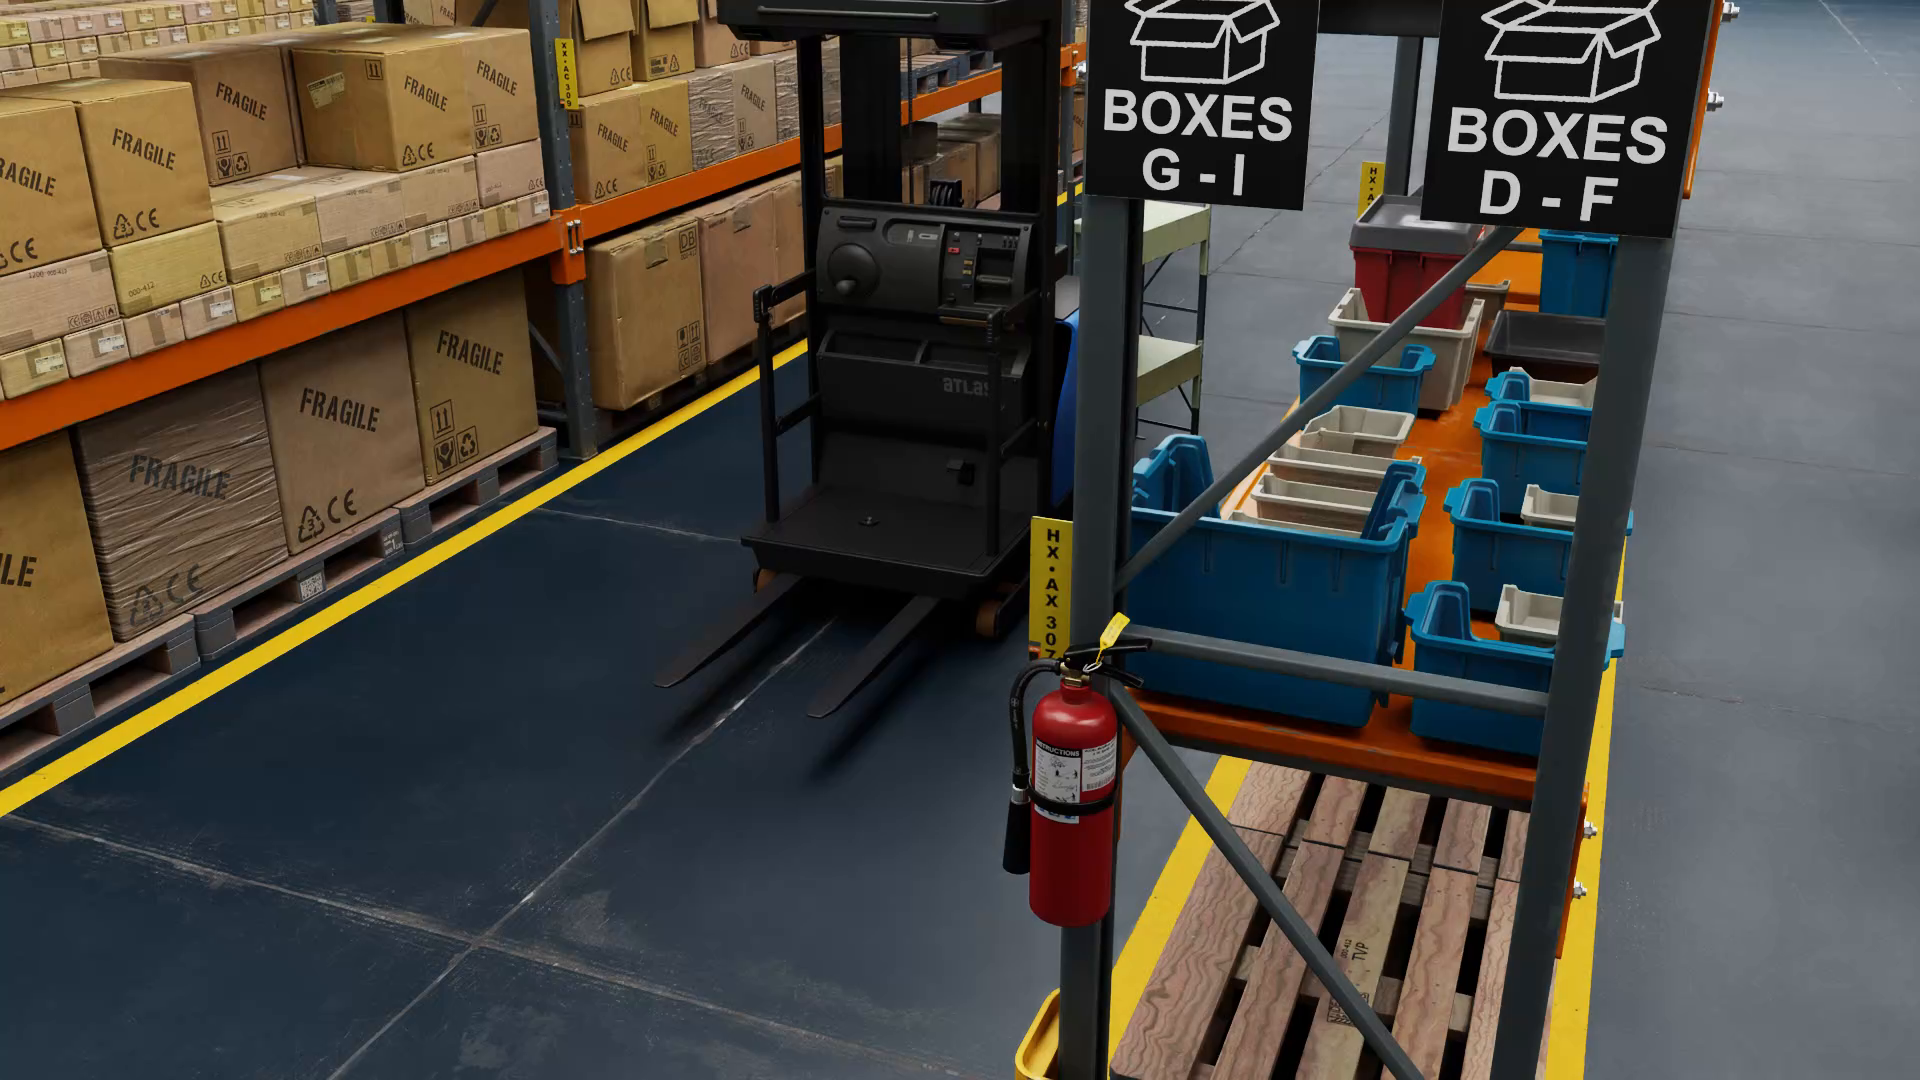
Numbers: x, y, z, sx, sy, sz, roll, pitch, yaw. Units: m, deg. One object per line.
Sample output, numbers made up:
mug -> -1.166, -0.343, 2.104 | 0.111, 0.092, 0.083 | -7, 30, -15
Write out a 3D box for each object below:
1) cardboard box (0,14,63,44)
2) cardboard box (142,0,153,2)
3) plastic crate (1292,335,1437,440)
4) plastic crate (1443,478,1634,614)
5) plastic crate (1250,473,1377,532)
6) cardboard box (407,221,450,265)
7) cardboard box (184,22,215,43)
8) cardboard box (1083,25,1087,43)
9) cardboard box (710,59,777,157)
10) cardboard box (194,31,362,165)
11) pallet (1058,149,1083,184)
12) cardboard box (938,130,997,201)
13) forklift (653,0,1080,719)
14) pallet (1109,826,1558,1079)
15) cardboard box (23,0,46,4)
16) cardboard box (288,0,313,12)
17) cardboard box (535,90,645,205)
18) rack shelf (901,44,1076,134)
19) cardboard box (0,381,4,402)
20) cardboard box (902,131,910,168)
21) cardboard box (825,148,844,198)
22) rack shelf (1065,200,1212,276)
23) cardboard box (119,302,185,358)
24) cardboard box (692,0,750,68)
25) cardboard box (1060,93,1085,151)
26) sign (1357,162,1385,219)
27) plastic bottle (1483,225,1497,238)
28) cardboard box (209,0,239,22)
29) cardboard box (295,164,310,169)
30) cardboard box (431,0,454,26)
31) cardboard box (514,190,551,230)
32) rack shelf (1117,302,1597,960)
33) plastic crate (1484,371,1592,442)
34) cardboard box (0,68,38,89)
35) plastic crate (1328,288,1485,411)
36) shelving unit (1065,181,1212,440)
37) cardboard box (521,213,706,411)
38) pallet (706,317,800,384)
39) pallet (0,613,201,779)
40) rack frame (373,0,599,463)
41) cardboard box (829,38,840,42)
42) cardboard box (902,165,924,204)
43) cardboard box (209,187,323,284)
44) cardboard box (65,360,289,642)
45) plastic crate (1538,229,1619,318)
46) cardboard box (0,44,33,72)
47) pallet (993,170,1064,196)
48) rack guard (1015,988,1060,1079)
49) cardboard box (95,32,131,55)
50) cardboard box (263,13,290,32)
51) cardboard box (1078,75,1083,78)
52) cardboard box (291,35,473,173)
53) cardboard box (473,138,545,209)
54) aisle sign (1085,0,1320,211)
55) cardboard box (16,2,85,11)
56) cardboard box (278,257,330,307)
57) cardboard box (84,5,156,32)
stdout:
cardboard box -> -6.110, -3.337, 10.857 | 0.380, 0.149, 0.250 | 8, 24, 19
cardboard box -> -6.131, -3.997, 12.436 | 0.380, 0.149, 0.250 | 8, 24, 18
plastic crate -> 1.231, -0.464, 5.109 | 0.416, 0.233, 0.300 | 9, 24, 20
plastic crate -> 1.349, 0.031, 3.924 | 0.416, 0.233, 0.300 | 9, 24, 20
plastic crate -> 0.963, -0.068, 4.284 | 0.396, 0.136, 0.243 | 9, 24, 20
cardboard box -> -2.502, -1.335, 7.380 | 0.380, 0.149, 0.250 | 9, 24, 21
cardboard box -> -5.630, -3.665, 12.028 | 0.380, 0.149, 0.250 | 9, 24, 20
cardboard box -> 1.030, -4.751, 15.558 | 0.380, 0.149, 0.250 | 9, 24, 20
cardboard box -> -1.444, -2.602, 9.959 | 0.500, 0.500, 0.500 | 9, 24, 21
cardboard box -> -3.012, -1.987, 7.451 | 0.500, 0.500, 0.500 | 9, 24, 20
pallet -> 0.782, -3.704, 16.344 | 1.003, 0.211, 1.213 | 9, 24, 20
cardboard box -> -0.085, -3.210, 14.216 | 0.700, 0.500, 0.500 | 7, 24, 15
forklift -> -0.231, -1.127, 6.644 | 1.130, 2.935, 3.031 | 9, 24, 20
pallet -> 1.049, 1.255, 4.472 | 1.003, 0.211, 1.213 | 9, 24, 20
cardboard box -> -9.340, -5.388, 16.538 | 0.380, 0.149, 0.250 | 10, 25, 22
cardboard box -> -5.244, -4.172, 12.855 | 0.380, 0.149, 0.250 | 8, 24, 18
cardboard box -> -2.003, -2.058, 8.655 | 0.500, 0.500, 0.500 | 9, 24, 20
rack shelf -> -0.177, -3.698, 13.644 | 1.077, 0.370, 4.000 | 9, 24, 20
cardboard box -> -3.360, -0.507, 5.398 | 0.380, 0.149, 0.250 | 8, 24, 19
cardboard box -> -0.699, -2.954, 12.629 | 0.500, 0.250, 0.500 | 10, 25, 22
cardboard box -> -1.196, -2.283, 11.537 | 1.225, 0.875, 0.875 | 8, 24, 18
rack shelf -> 0.892, -1.461, 8.288 | 0.431, 0.370, 0.720 | 15, 27, 32
cardboard box -> -3.074, -0.783, 6.059 | 0.380, 0.149, 0.250 | 8, 24, 19
cardboard box -> -1.695, -3.090, 9.825 | 0.797, 0.503, 0.637 | 10, 25, 22
cardboard box -> 0.957, -4.129, 16.442 | 0.500, 0.500, 0.500 | 18, 29, 37
sign -> 1.682, -1.381, 6.805 | 0.100, 0.325, 0.005 | 9, 24, 20
plastic bottle -> 2.364, -1.506, 7.528 | 0.144, 0.351, 0.185 | 9, 24, 20
cardboard box -> -5.533, -3.892, 12.186 | 0.380, 0.149, 0.250 | 10, 24, 22
cardboard box -> -3.013, -1.643, 7.600 | 0.500, 0.250, 0.500 | 9, 24, 20
cardboard box -> -4.696, -4.591, 14.720 | 0.500, 0.500, 0.500 | 9, 24, 20
cardboard box -> -2.215, -1.611, 8.040 | 0.380, 0.149, 0.250 | 9, 24, 20
rack shelf -> 1.450, -0.126, 5.093 | 1.077, 0.370, 4.000 | 9, 24, 20
plastic crate -> 1.705, -0.312, 4.746 | 0.416, 0.233, 0.300 | 9, 24, 20
cardboard box -> -6.206, -2.971, 10.752 | 0.380, 0.149, 0.250 | 9, 24, 20
plastic crate -> 1.454, -0.627, 5.434 | 0.437, 0.282, 0.530 | 9, 24, 20
shelving unit -> 0.892, -1.100, 8.439 | 0.431, 1.500, 0.755 | 15, 27, 32
cardboard box -> -2.187, -1.328, 9.249 | 1.225, 0.875, 0.875 | 9, 24, 20
pallet -> -1.738, -1.321, 10.639 | 1.003, 0.211, 1.213 | 9, 24, 20
pallet -> -3.668, 0.538, 6.188 | 1.003, 0.211, 1.213 | 9, 24, 20
rack frame -> -2.406, -1.883, 8.365 | 1.000, 3.000, 0.127 | 9, 24, 20
cardboard box -> -0.874, -3.148, 11.265 | 0.500, 0.500, 0.500 | 10, 25, 22
cardboard box -> -0.690, -2.606, 12.770 | 0.700, 0.500, 0.500 | 7, 24, 17
cardboard box -> -2.897, -1.206, 6.555 | 0.500, 0.250, 0.500 | 8, 24, 19
cardboard box -> -3.390, -0.231, 6.623 | 0.875, 0.875, 0.875 | 9, 24, 20
plastic crate -> 2.336, -0.978, 6.143 | 0.392, 0.384, 0.575 | 9, 24, 20
cardboard box -> -6.210, -3.105, 10.686 | 0.380, 0.149, 0.250 | 9, 24, 21
pallet -> 0.278, -3.180, 15.089 | 1.003, 0.211, 1.213 | 9, 24, 20
rack guard -> 0.710, 1.422, 3.698 | 1.175, 0.500, 0.348 | 9, 24, 20
cardboard box -> -5.918, -3.389, 11.368 | 0.380, 0.149, 0.250 | 8, 24, 19
cardboard box -> -5.346, -3.938, 12.681 | 0.380, 0.149, 0.250 | 10, 25, 22
cardboard box -> 1.614, -4.777, 17.994 | 0.500, 0.500, 0.500 | 16, 28, 34
cardboard box -> -2.519, -1.915, 7.279 | 0.500, 0.500, 0.500 | 9, 24, 21
cardboard box -> -2.326, -1.755, 7.869 | 0.500, 0.250, 0.500 | 8, 24, 19
aisle sign -> 0.408, -0.958, 2.779 | 0.394, 0.787, 0.004 | 9, 24, 20
cardboard box -> -6.422, -3.716, 11.763 | 0.380, 0.149, 0.250 | 8, 24, 19
cardboard box -> -2.788, -1.060, 6.722 | 0.380, 0.149, 0.250 | 9, 24, 21
cardboard box -> -5.824, -3.616, 11.525 | 0.380, 0.149, 0.250 | 10, 24, 22
